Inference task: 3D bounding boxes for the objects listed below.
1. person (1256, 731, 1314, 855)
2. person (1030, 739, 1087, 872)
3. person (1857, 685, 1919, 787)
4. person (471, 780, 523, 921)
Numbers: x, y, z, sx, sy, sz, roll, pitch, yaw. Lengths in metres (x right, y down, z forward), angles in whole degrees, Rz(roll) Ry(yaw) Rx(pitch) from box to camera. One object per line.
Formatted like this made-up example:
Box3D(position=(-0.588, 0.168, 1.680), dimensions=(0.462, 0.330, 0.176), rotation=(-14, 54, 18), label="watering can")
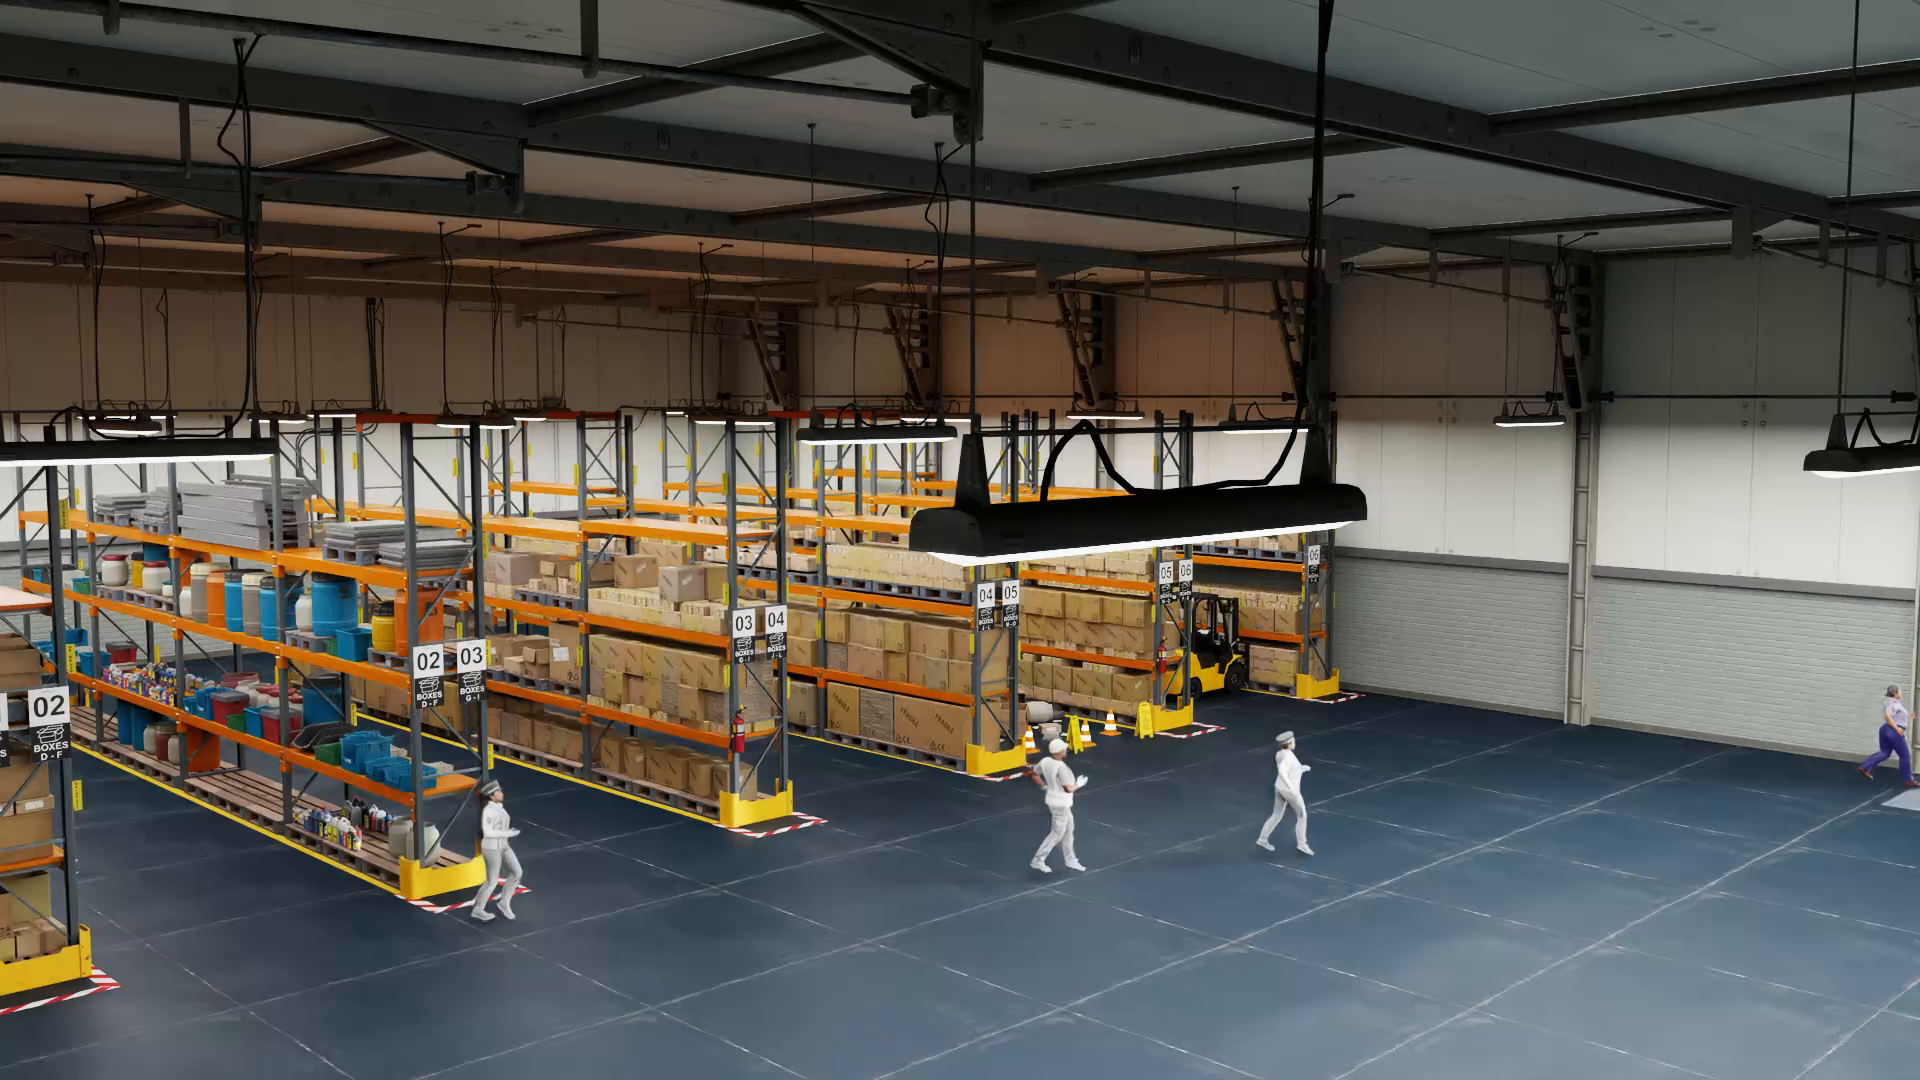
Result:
Box3D(position=(4.489, 3.492, 22.869), dimensions=(0.791, 1.742, 0.587), rotation=(-2, 5, -19), label="person")
Box3D(position=(1.305, 3.519, 21.911), dimensions=(0.824, 1.823, 0.664), rotation=(-1, 5, -16), label="person")
Box3D(position=(15.101, 3.162, 26.935), dimensions=(0.943, 1.619, 0.607), rotation=(1, 5, 6), label="person")
Box3D(position=(-5.585, 3.749, 20.069), dimensions=(0.602, 1.719, 0.620), rotation=(0, 5, 2), label="person")
